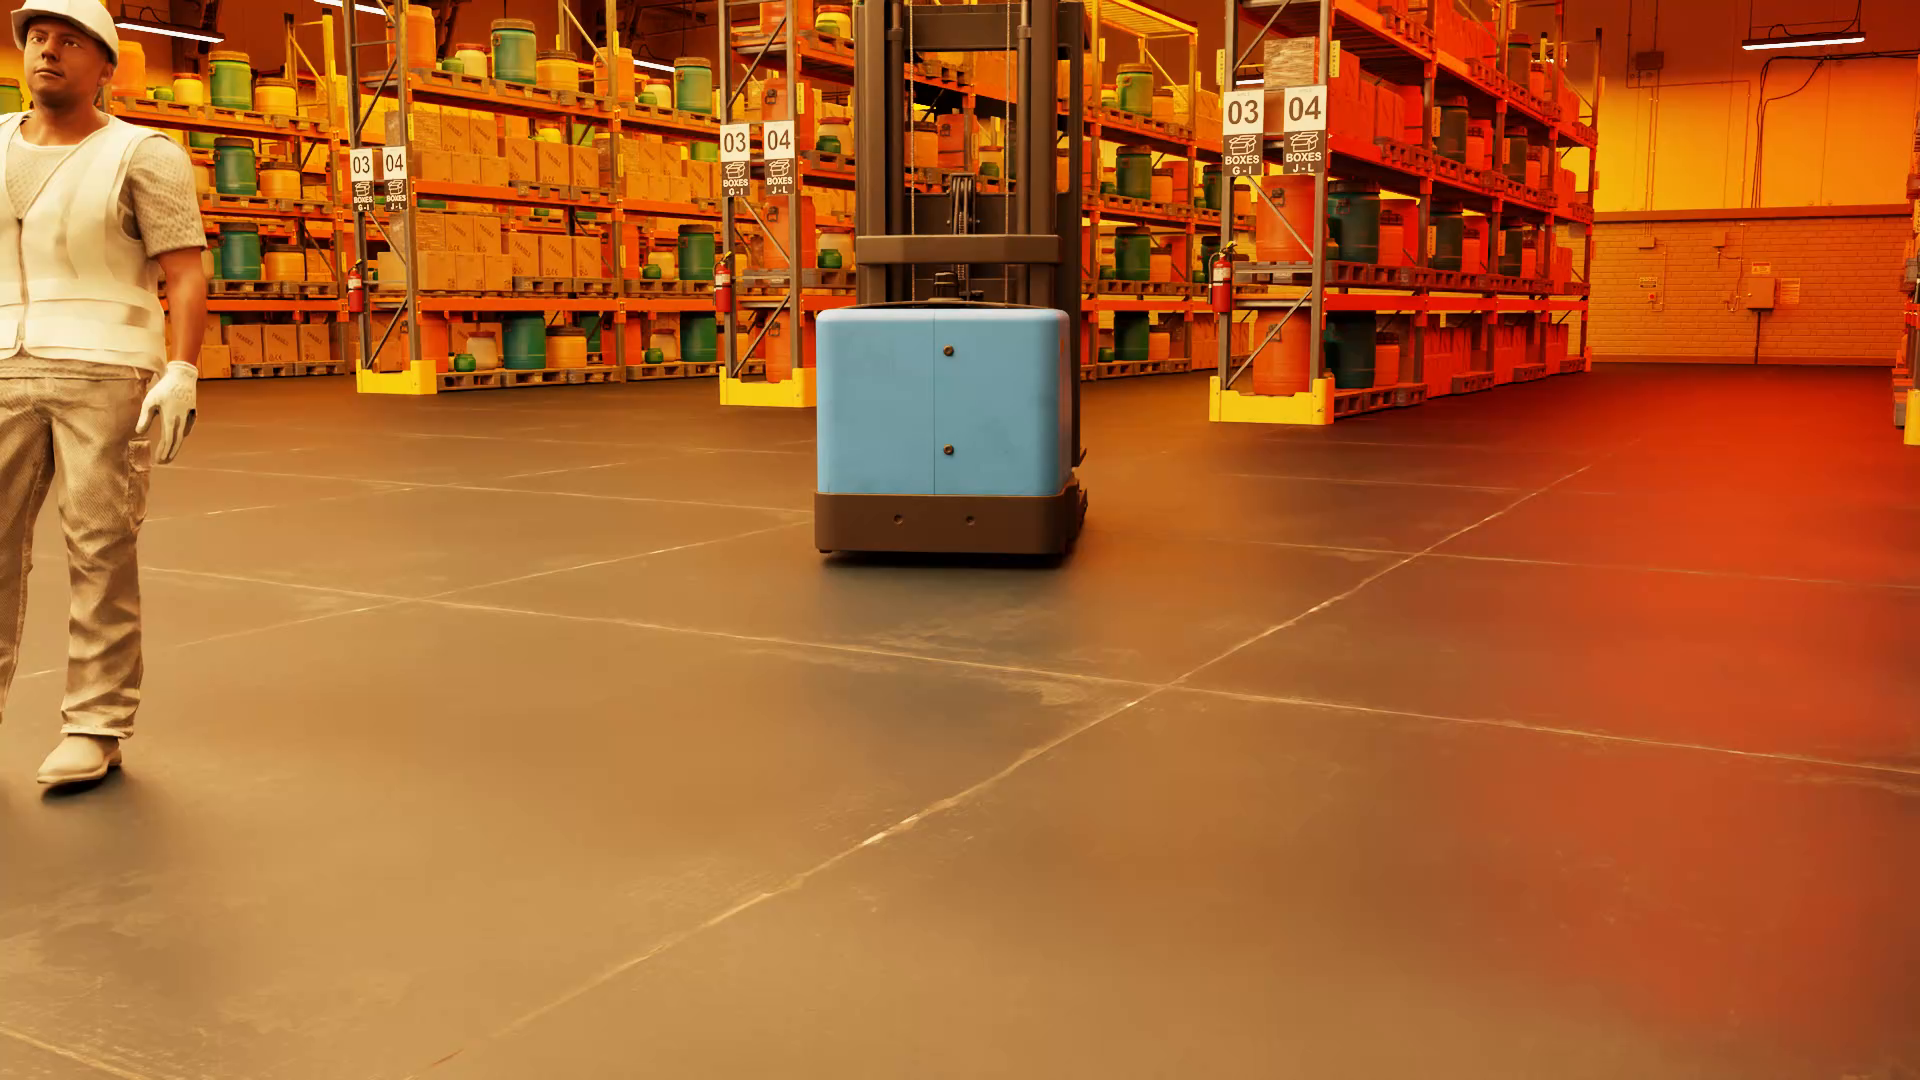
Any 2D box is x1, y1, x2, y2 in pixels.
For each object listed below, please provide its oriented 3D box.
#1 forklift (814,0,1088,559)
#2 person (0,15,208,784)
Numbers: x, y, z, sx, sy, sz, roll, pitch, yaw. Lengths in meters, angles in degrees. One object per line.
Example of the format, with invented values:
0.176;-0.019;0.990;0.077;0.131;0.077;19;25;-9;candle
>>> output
0.072;-1.535;8.212;1.130;2.935;3.031;1;8;7;forklift
-2.056;-0.319;3.729;0.656;1.736;0.575;0;8;3;person
